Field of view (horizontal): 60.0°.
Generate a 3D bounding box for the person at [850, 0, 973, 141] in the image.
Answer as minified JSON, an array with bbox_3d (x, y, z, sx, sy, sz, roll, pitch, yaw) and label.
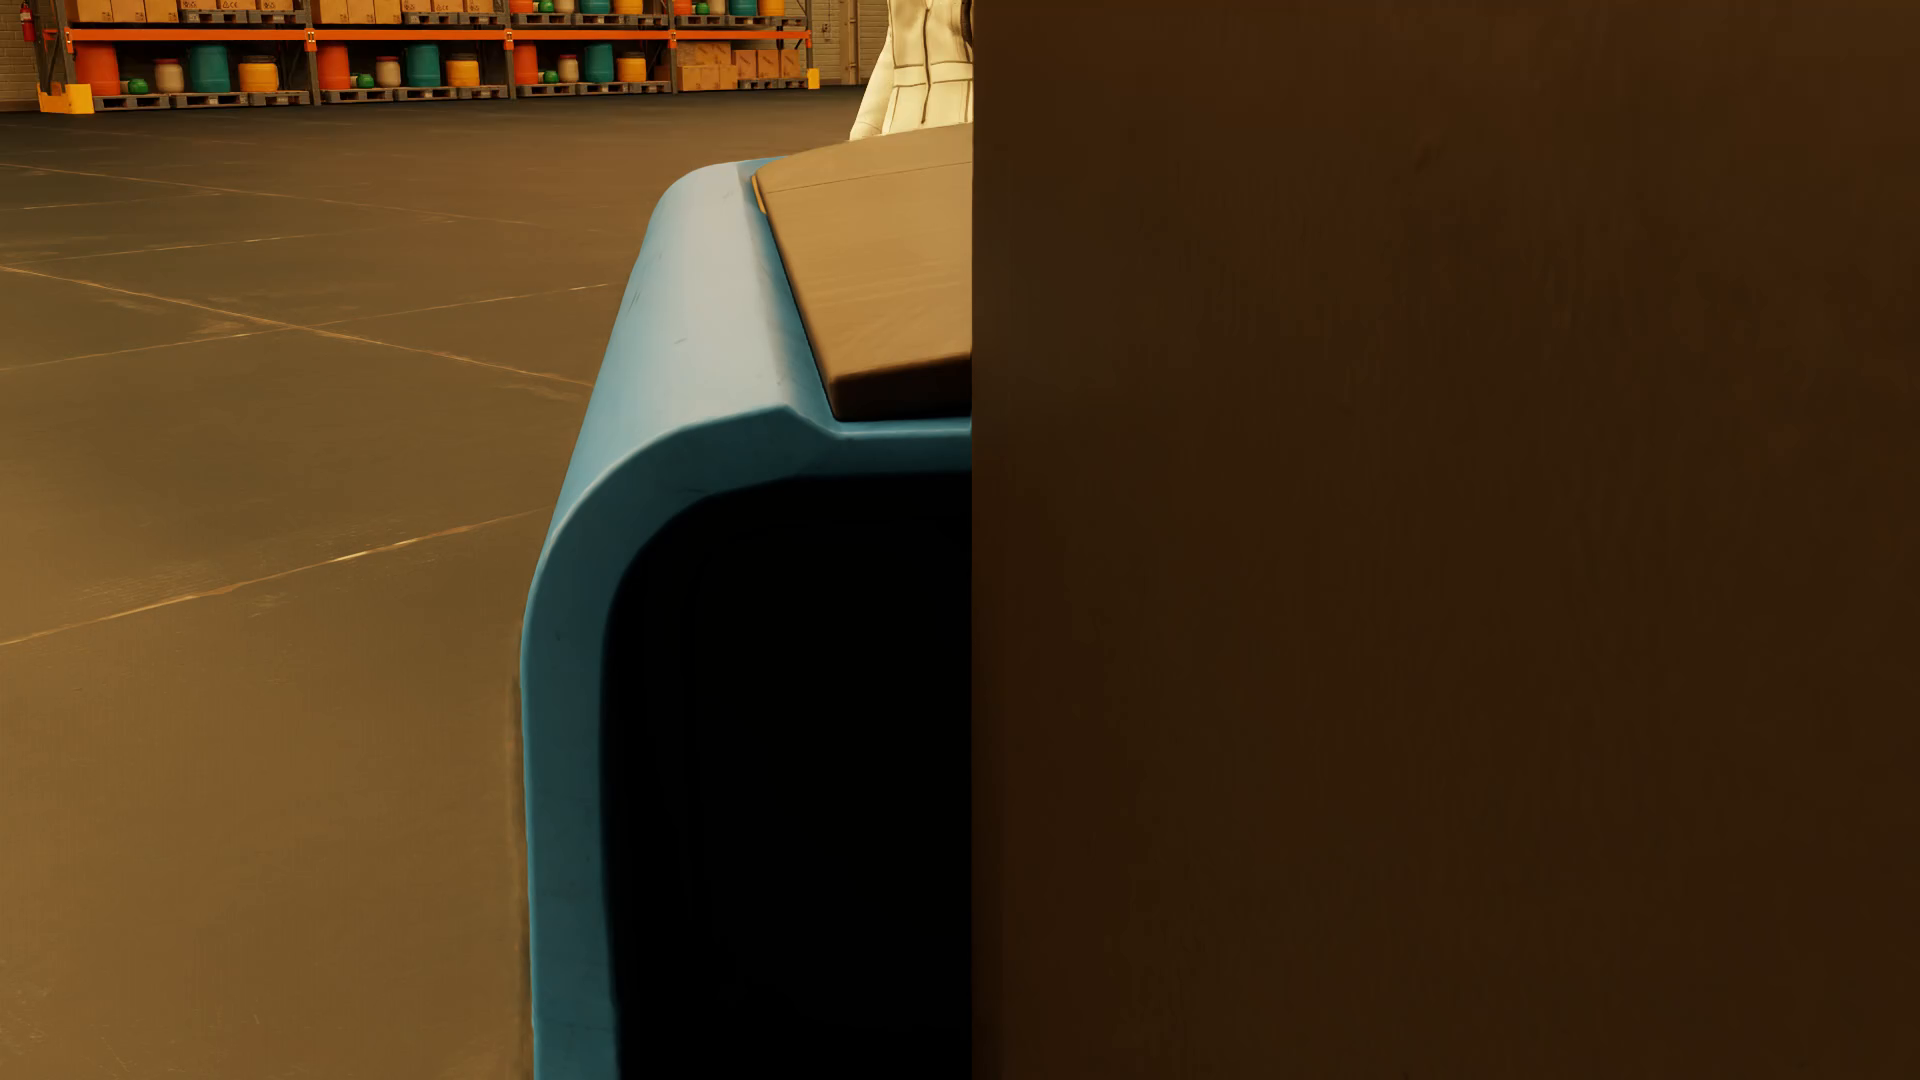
[{"bbox_3d":[-0.048,-0.804,3.648,0.587,1.696,0.534,13,21,37],"label":"person"}]
